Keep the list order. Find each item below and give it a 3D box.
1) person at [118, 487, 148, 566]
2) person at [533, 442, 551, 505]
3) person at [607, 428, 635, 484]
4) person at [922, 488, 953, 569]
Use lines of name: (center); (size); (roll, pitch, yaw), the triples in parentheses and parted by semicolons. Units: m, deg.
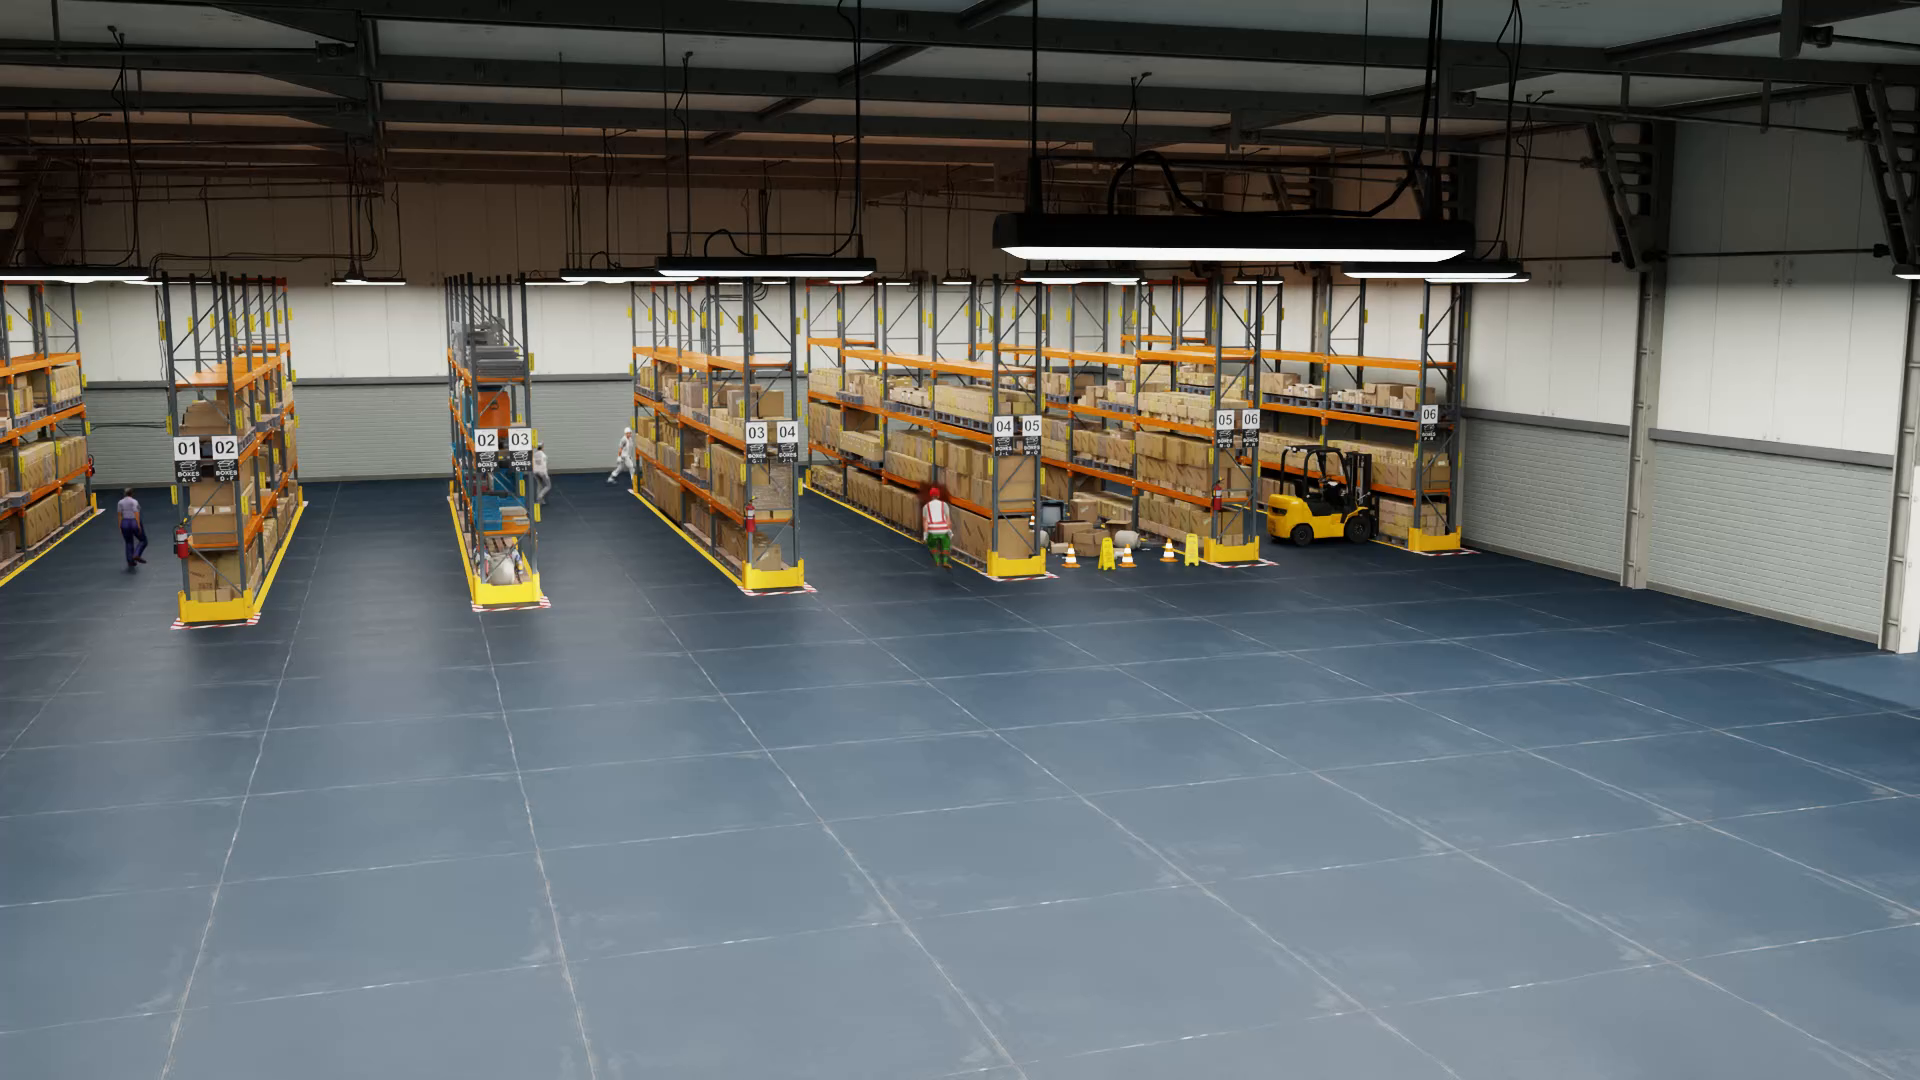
person: (-17.148, -0.266, 34.391); (0.553, 1.634, 0.513); (-1, 9, -4)
person: (-11.166, -1.763, 44.185); (0.514, 1.677, 0.449); (6, 11, 37)
person: (-9.726, -2.414, 48.359); (1.143, 1.726, 0.515); (0, 9, 1)
person: (-0.448, -0.219, 32.795); (0.581, 1.599, 0.614); (-1, 9, -9)
